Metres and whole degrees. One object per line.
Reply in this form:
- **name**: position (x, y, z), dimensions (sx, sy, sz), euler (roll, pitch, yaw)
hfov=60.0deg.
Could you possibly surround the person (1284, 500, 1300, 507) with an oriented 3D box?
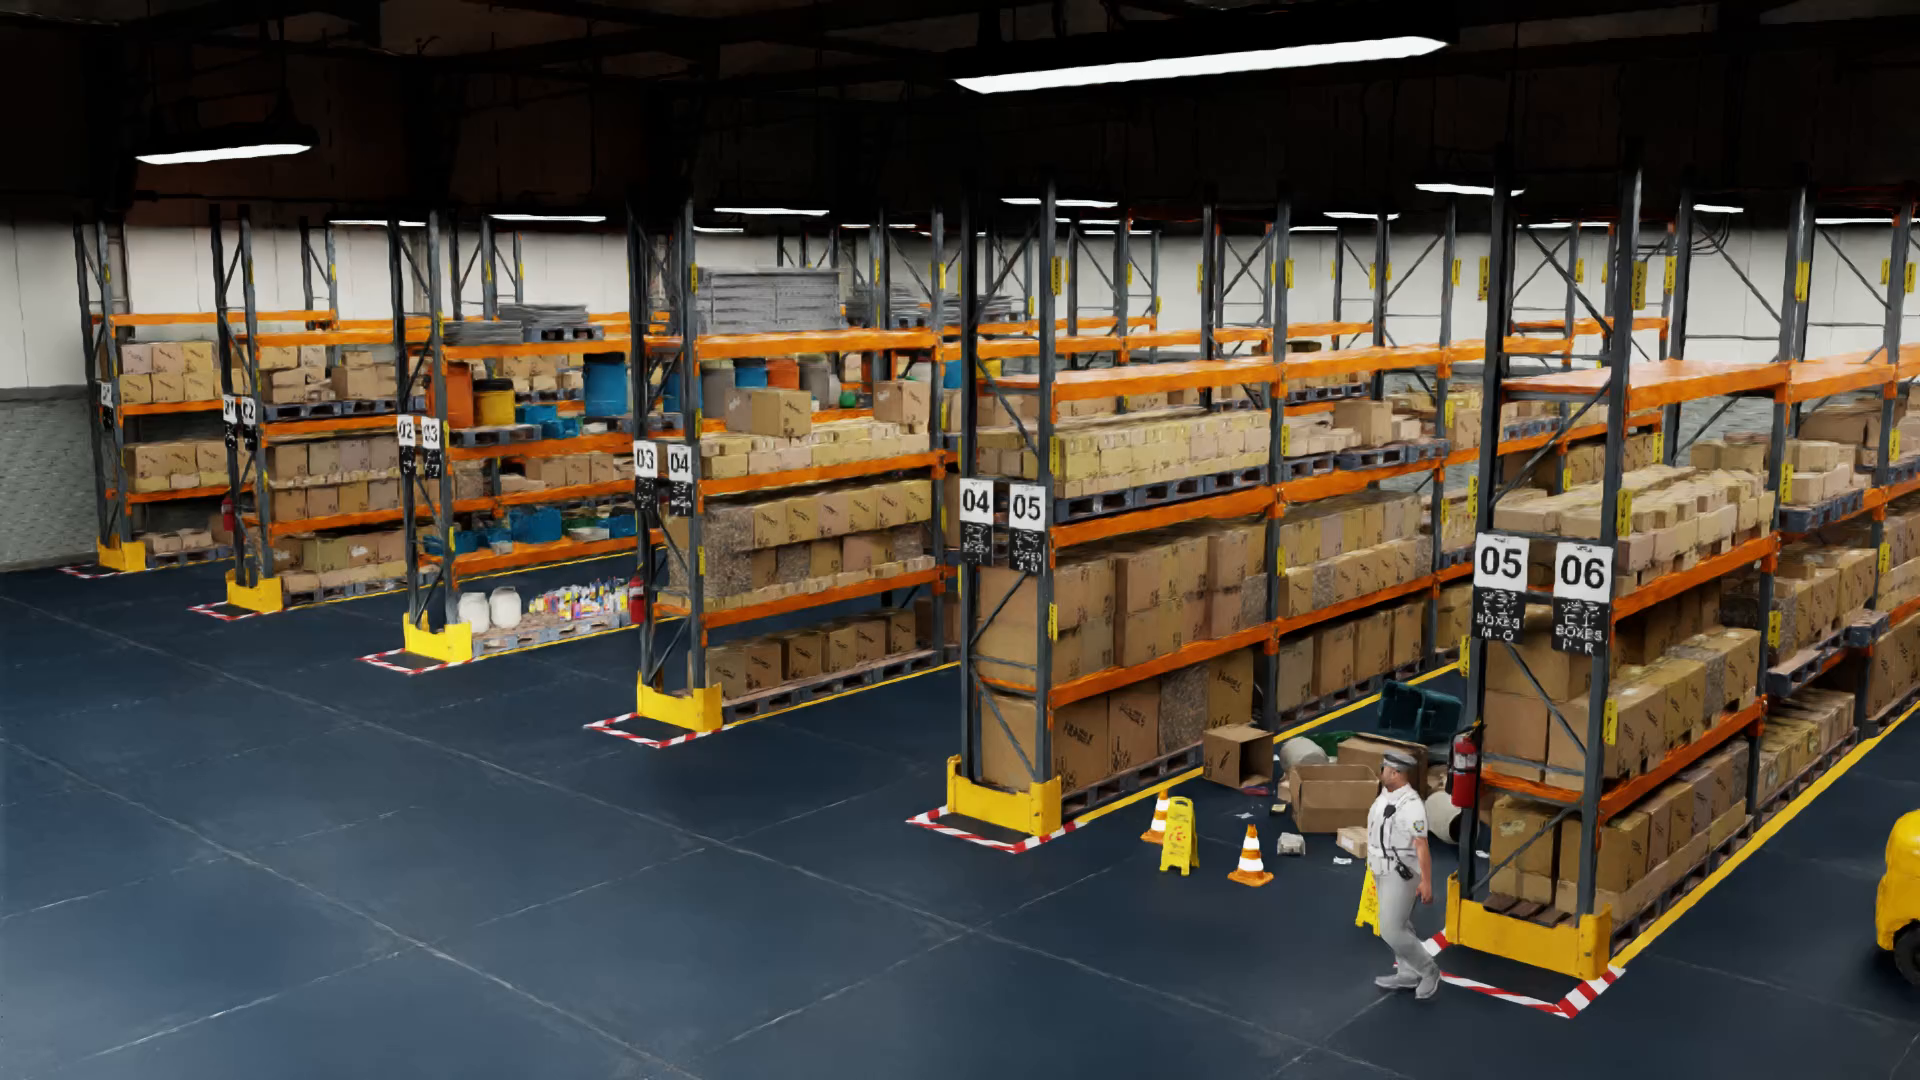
- **person**: position (5.049, 0.165, 25.329), dimensions (0.461, 1.588, 1.066), euler (8, 12, 39)

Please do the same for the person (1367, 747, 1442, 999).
- **person**: position (3.162, 2.361, 11.806), dimensions (0.506, 1.747, 0.682), euler (-1, 10, -4)
